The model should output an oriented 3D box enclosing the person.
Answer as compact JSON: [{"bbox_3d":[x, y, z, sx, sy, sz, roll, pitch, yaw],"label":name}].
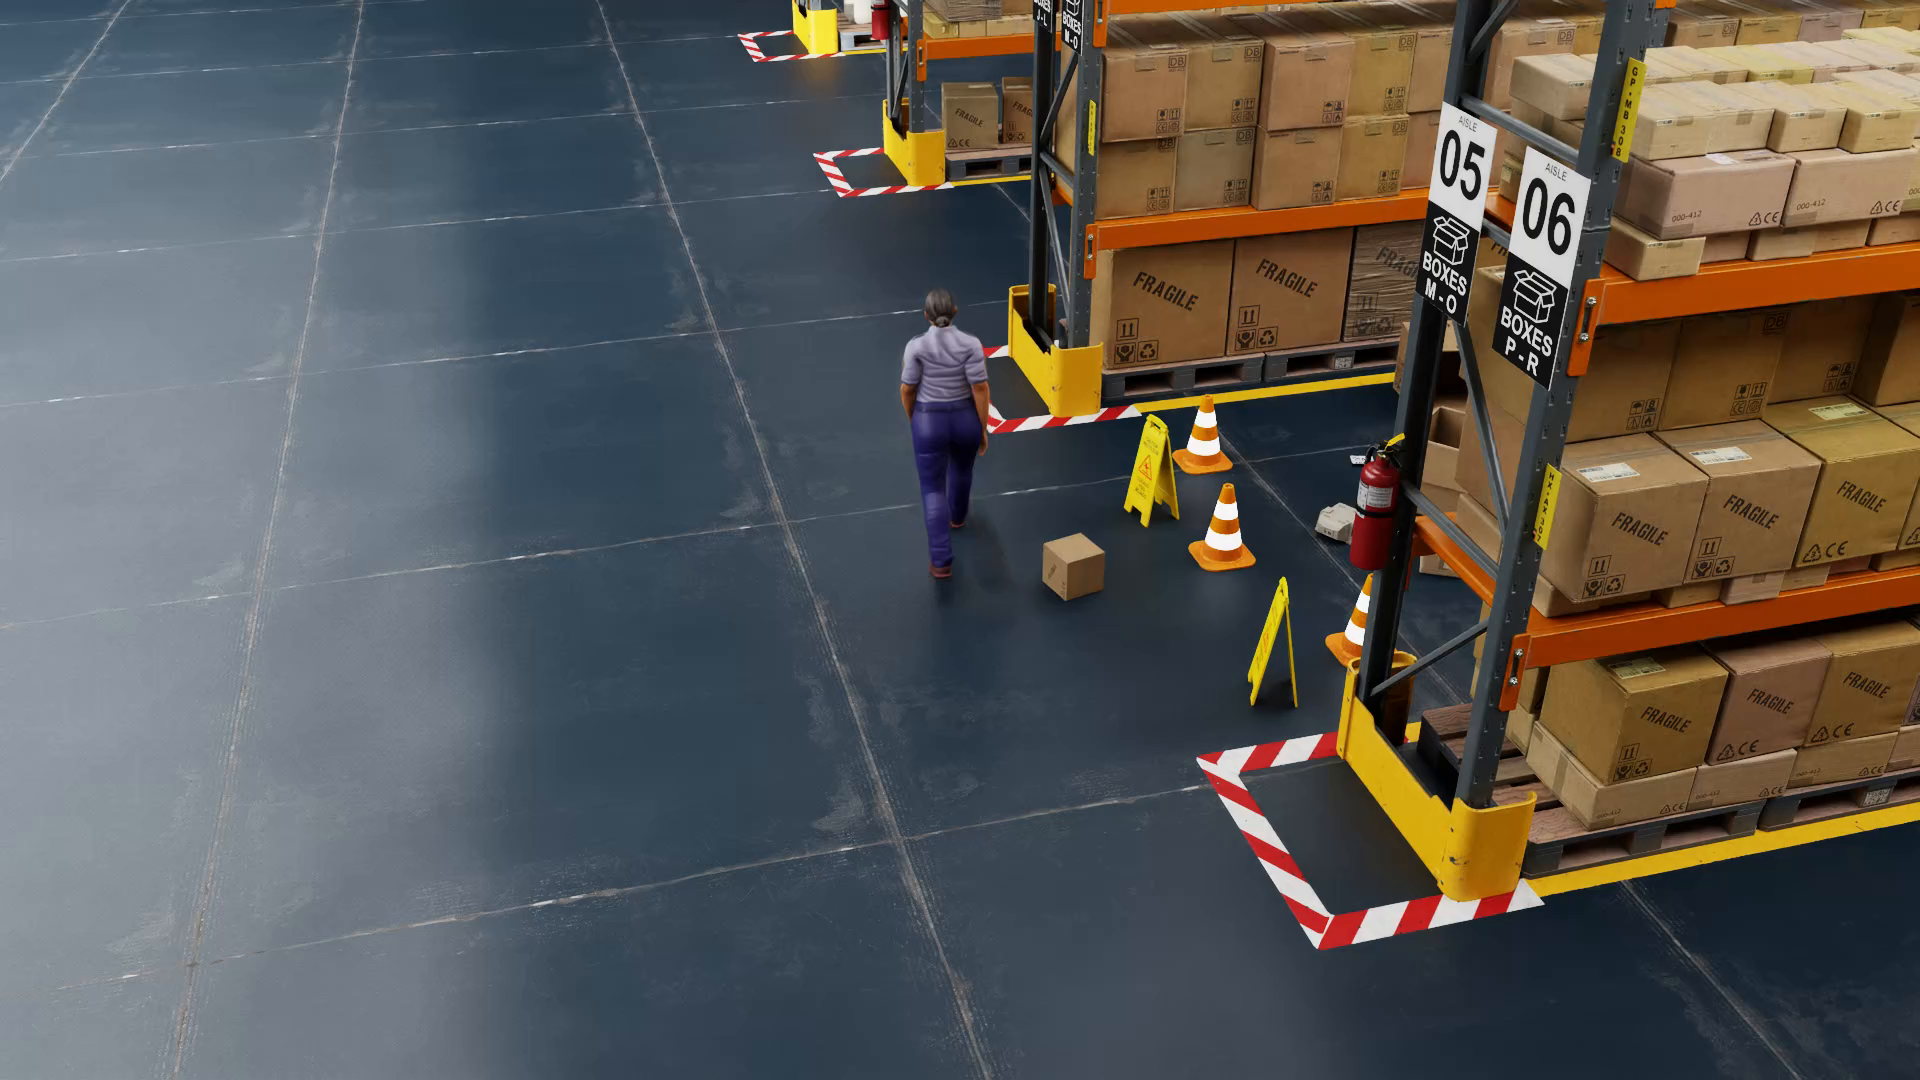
[{"bbox_3d":[-0.087,-0.642,9.336,0.481,1.599,0.990,-6,31,-10],"label":"person"}]
